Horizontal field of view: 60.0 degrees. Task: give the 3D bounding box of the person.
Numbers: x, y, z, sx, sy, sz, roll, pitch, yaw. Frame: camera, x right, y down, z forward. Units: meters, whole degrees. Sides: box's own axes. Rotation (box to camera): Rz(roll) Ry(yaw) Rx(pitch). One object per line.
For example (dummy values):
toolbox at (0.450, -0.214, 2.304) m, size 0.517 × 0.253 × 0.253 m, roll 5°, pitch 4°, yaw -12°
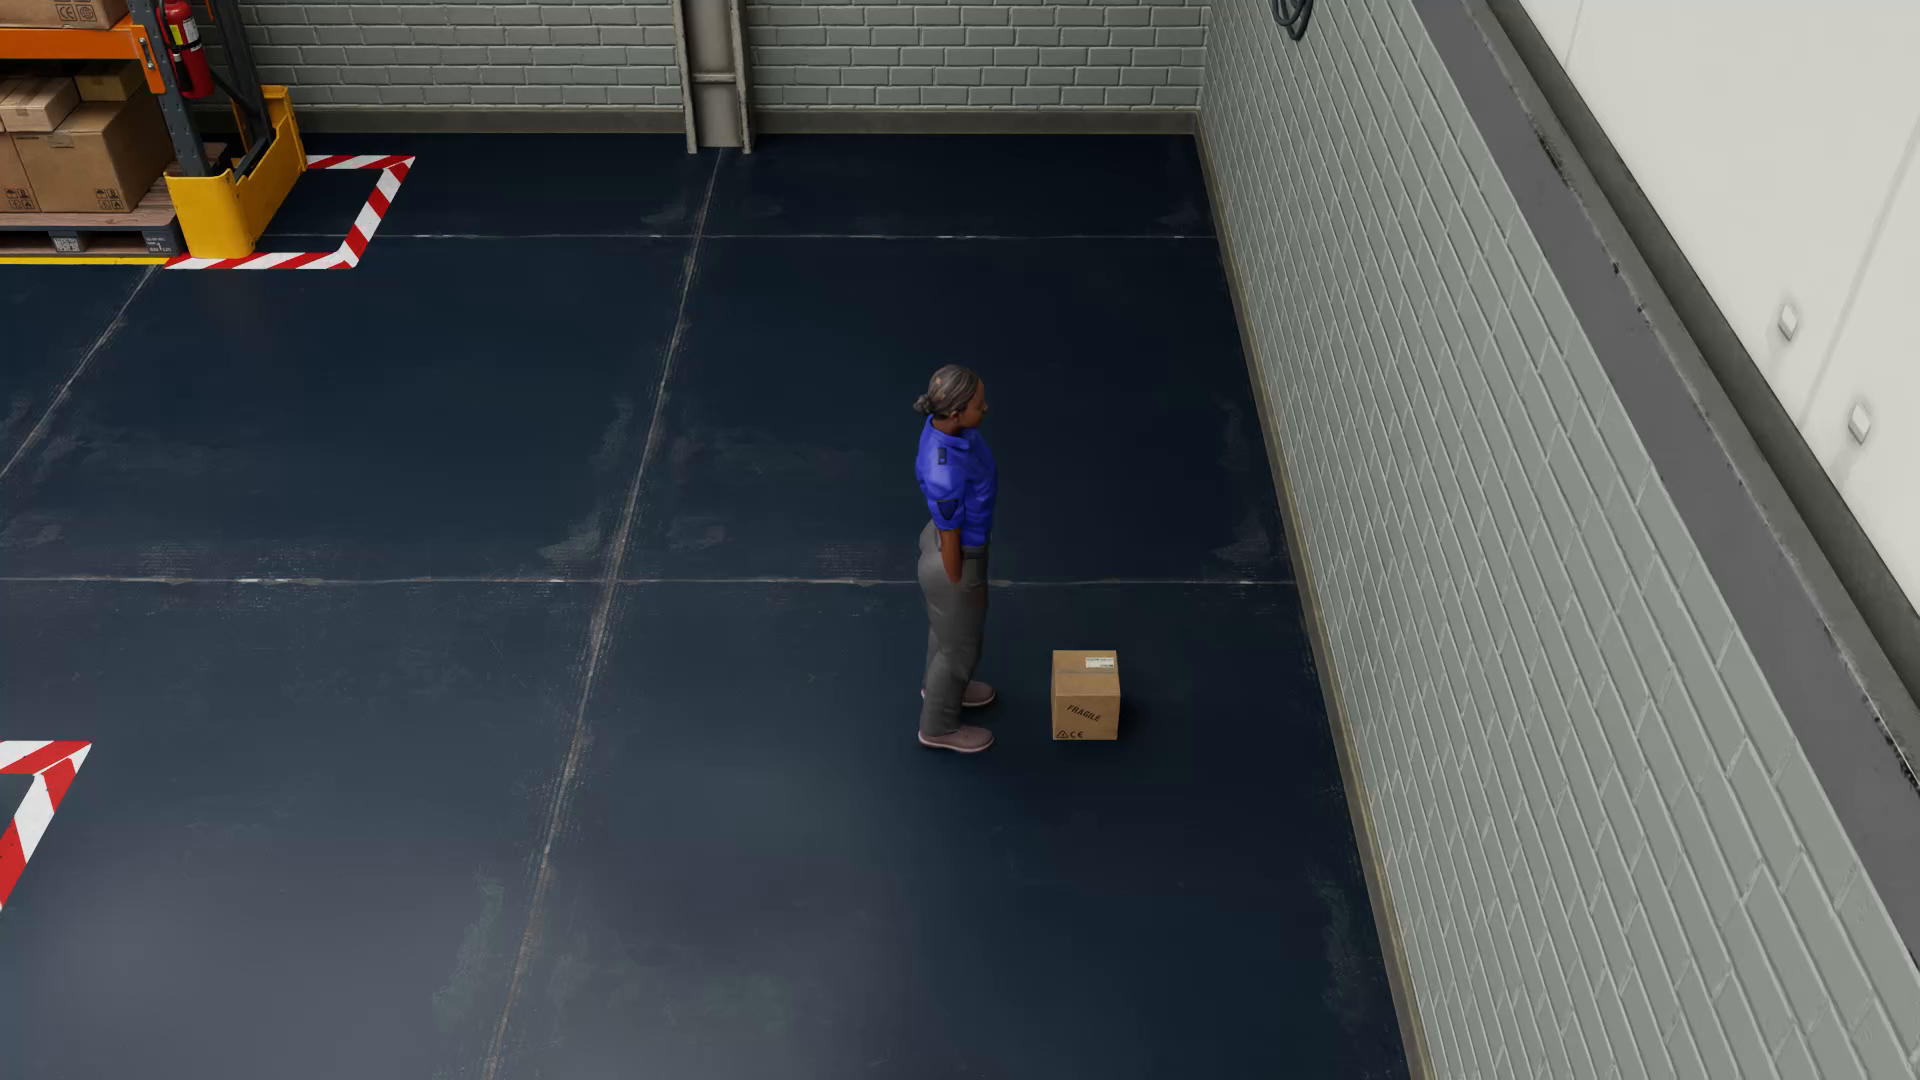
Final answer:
person at (-0.010, 0.063, 6.090) m, size 0.298 × 1.660 × 0.437 m, roll 1°, pitch 40°, yaw 1°
